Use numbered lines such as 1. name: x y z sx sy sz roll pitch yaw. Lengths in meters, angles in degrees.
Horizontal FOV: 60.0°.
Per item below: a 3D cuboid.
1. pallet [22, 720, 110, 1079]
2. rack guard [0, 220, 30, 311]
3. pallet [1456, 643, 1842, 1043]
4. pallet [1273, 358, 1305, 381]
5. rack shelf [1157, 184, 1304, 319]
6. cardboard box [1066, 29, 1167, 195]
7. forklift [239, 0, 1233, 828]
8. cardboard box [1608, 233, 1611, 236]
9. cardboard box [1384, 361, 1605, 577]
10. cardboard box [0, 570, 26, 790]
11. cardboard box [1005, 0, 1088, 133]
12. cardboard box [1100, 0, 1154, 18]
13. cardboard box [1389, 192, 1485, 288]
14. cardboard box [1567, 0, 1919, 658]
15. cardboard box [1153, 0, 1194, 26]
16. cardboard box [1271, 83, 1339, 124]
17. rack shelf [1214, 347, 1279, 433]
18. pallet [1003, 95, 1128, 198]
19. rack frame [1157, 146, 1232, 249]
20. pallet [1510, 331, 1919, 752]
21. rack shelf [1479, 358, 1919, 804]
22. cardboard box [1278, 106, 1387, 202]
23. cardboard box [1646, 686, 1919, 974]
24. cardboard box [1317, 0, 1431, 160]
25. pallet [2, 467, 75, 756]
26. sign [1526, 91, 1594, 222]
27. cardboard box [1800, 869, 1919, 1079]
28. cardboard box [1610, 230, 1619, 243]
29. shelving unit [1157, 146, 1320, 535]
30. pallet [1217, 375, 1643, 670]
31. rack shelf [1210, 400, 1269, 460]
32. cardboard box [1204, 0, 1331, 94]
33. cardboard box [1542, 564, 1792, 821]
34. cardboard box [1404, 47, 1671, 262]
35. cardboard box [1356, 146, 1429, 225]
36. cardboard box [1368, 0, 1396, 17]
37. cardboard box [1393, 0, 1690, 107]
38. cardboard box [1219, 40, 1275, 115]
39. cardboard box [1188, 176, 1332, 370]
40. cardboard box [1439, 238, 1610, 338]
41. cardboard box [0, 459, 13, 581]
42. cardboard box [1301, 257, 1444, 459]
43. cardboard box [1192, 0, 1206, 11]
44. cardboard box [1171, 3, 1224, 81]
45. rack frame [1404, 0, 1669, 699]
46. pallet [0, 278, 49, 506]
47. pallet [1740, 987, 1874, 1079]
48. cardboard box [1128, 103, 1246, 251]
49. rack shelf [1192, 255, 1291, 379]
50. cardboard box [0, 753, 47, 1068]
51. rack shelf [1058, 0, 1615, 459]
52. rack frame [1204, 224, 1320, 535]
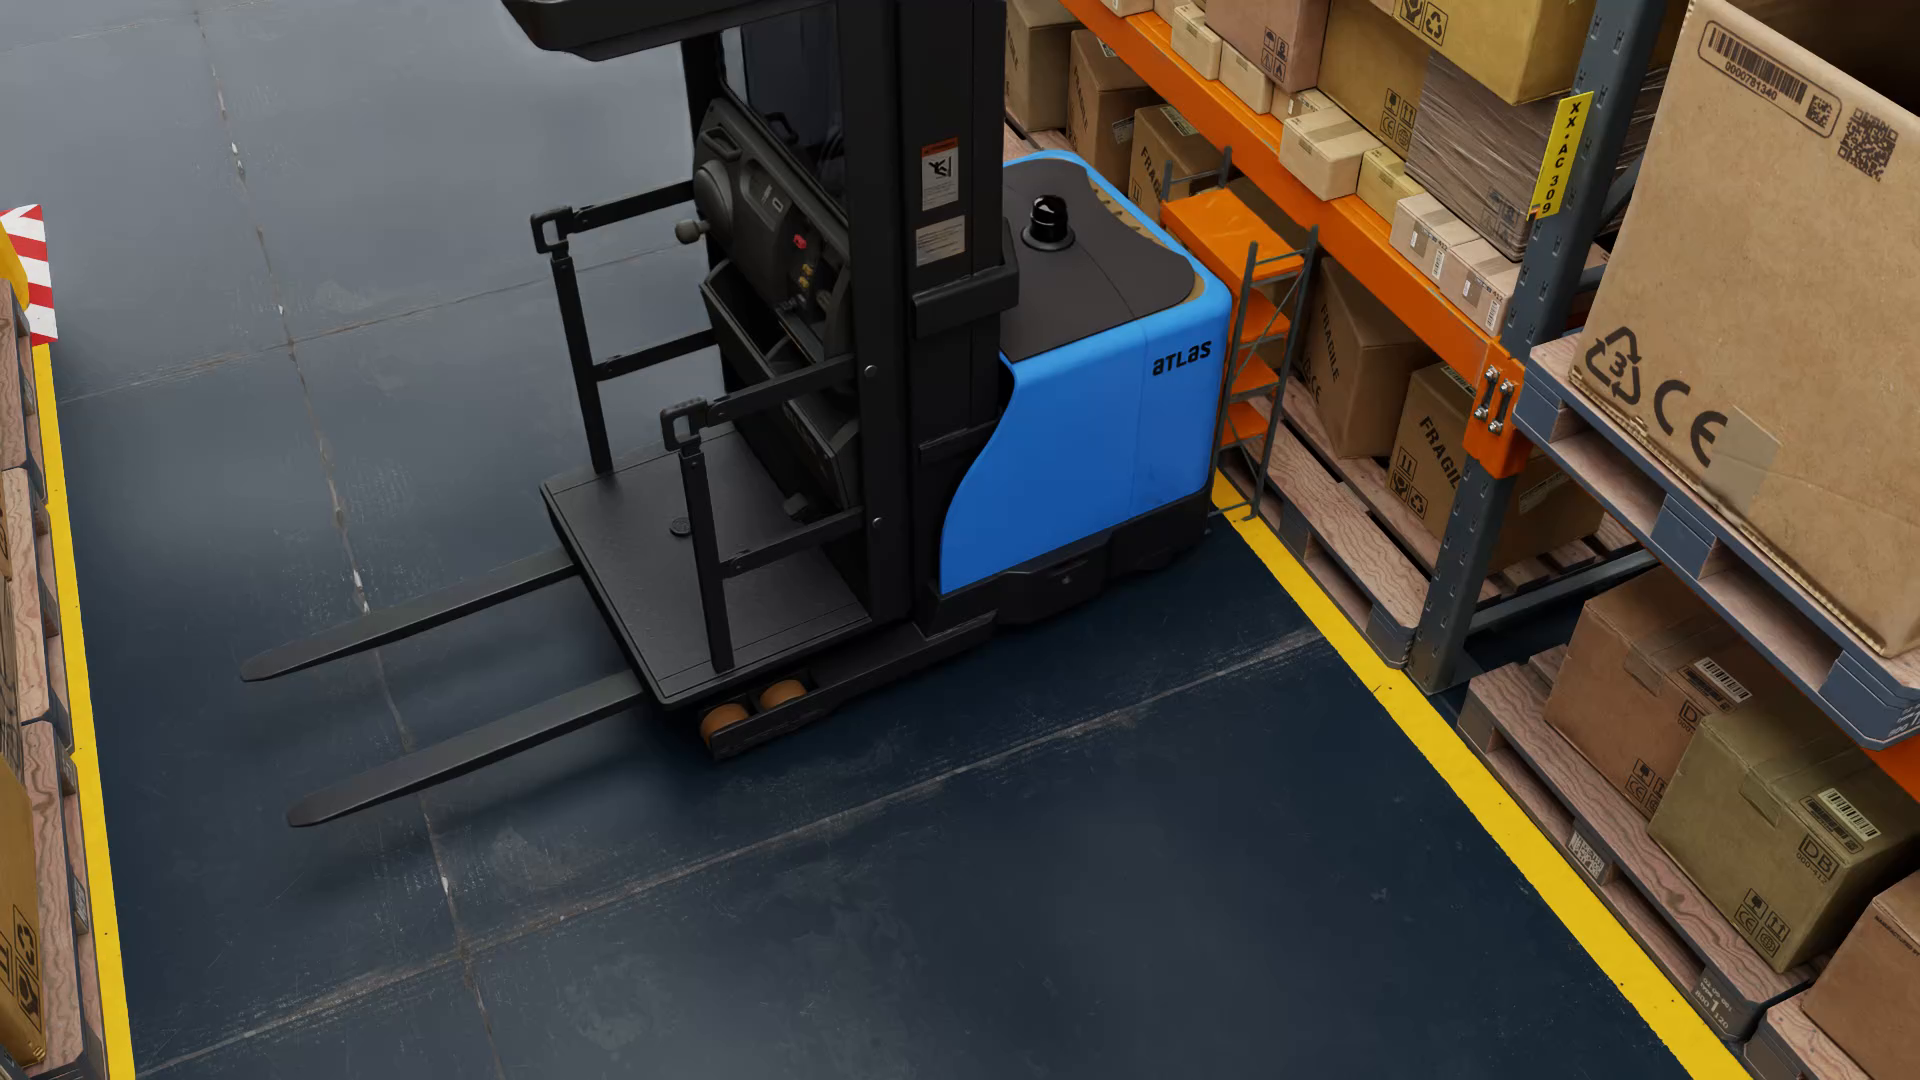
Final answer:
1. pallet: -2.891 1.130 4.454 1.003 0.211 1.213 -18 47 -17
2. rack guard: -4.335 -1.029 6.437 1.175 0.500 0.348 -18 47 -17
3. pallet: 2.229 0.733 4.857 1.003 0.211 1.213 -18 47 -17
4. pallet: 1.069 -0.959 6.571 1.003 0.211 1.213 -18 47 -17
5. rack shelf: 0.858 -0.920 5.262 0.258 0.148 0.480 -17 47 -20
6. cardboard box: 0.748 -1.790 6.909 0.500 0.500 0.500 -7 45 -7
7. forklift: -0.702 -0.809 4.483 3.031 2.935 1.130 -21 49 -20
8. cardboard box: 1.989 -1.055 4.862 0.380 0.149 0.250 -18 47 -17
9. cardboard box: 1.768 -0.281 5.380 0.500 0.500 0.500 -19 48 -19
10. cardboard box: -3.226 0.257 4.567 0.875 0.875 0.875 -18 47 -17
11. cardboard box: 0.466 -2.161 7.285 0.500 0.500 0.500 -10 45 -10
12. cardboard box: 0.664 -1.978 5.798 0.380 0.149 0.250 -18 47 -17
13. cardboard box: 1.446 -0.878 4.683 0.380 0.149 0.250 -18 47 -17
14. cardboard box: 2.107 -0.570 3.466 1.000 1.000 1.000 -18 47 -17
15. cardboard box: 0.890 -1.858 5.676 0.380 0.149 0.250 -18 47 -17
16. cardboard box: 1.204 -1.380 5.191 0.380 0.149 0.250 -18 47 -17
17. rack shelf: 0.842 -0.589 5.582 0.258 0.148 0.480 -17 47 -20
18. pallet: 0.560 -1.735 7.358 1.003 0.211 1.213 -18 47 -17
19. rack frame: 0.739 -0.792 5.690 0.240 1.200 0.015 -17 47 -20
20. pallet: 2.089 -0.157 3.910 1.003 0.211 1.213 -18 47 -17
21. rack shelf: 2.741 0.776 3.341 1.077 0.370 4.000 -18 47 -17
22. cardboard box: 1.190 -1.181 4.991 0.380 0.149 0.250 -18 47 -17
23. cardboard box: 2.322 0.685 4.386 0.700 0.500 0.500 -18 47 -18
24. cardboard box: 1.589 -1.531 4.883 0.875 0.500 0.500 -18 47 -17
25. pallet: -3.408 0.352 5.243 1.003 0.211 1.213 -18 47 -17
26. sign: 1.411 -0.898 3.908 0.100 0.325 0.005 -18 47 -17
27. cardboard box: 2.558 1.042 4.025 0.700 0.500 0.500 -22 49 -21
28. cardboard box: 2.083 -0.891 4.697 0.380 0.149 0.250 -18 47 -17
29. shelving unit: 0.845 -0.637 5.535 0.258 1.200 0.503 -17 47 -20
30. pallet: 1.586 -0.180 5.782 1.003 0.211 1.213 -18 47 -17
31. rack shelf: 0.835 -0.446 5.719 0.258 0.148 0.480 -17 47 -20
32. cardboard box: 1.287 -1.819 5.175 0.875 0.500 0.500 -18 47 -17
33. cardboard box: 2.139 0.376 4.700 0.700 0.500 0.500 -22 49 -20
34. cardboard box: 1.767 -1.202 4.549 0.875 0.500 0.500 -18 47 -17
35. cardboard box: 1.396 -1.055 4.862 0.380 0.149 0.250 -18 47 -17
36. cardboard box: 1.250 -1.776 4.420 0.500 0.500 0.500 -18 47 -17
37. cardboard box: 1.461 -1.458 4.097 0.500 0.500 0.500 -18 47 -17
38. cardboard box: 1.062 -1.527 5.341 0.380 0.149 0.250 -18 47 -17
39. cardboard box: 1.188 -1.017 6.125 0.500 0.500 0.500 -22 49 -21
40. cardboard box: 1.543 -0.716 4.519 0.380 0.149 0.250 -18 47 -17
41. cardboard box: -3.608 -0.324 5.157 0.875 0.875 0.875 -19 48 -18
42. cardboard box: 1.520 -0.644 5.748 0.500 0.500 0.500 -5 45 -5
43. cardboard box: 1.114 -2.150 5.511 0.875 0.500 0.500 -18 47 -17
44. cardboard box: 0.926 -1.676 5.492 0.380 0.149 0.250 -18 47 -17
45. rack frame: 1.900 -0.755 4.380 1.000 3.000 0.127 -18 47 -17
46. pallet: -3.917 -0.425 6.030 1.003 0.211 1.213 -18 47 -17
47. pallet: 2.746 1.512 4.068 1.003 0.211 1.213 -18 47 -17
48. cardboard box: 0.994 -1.386 6.499 0.500 0.500 0.500 -14 46 -14
49. rack shelf: 0.850 -0.750 5.426 0.258 0.148 0.480 -17 47 -20
50. cardboard box: -2.844 0.831 3.986 0.875 0.875 0.875 -17 47 -17
51. rack shelf: 1.059 -1.774 5.924 1.077 0.370 4.000 -18 47 -17
52. rack frame: 0.951 -0.482 5.379 0.240 1.200 0.015 -17 47 -20
